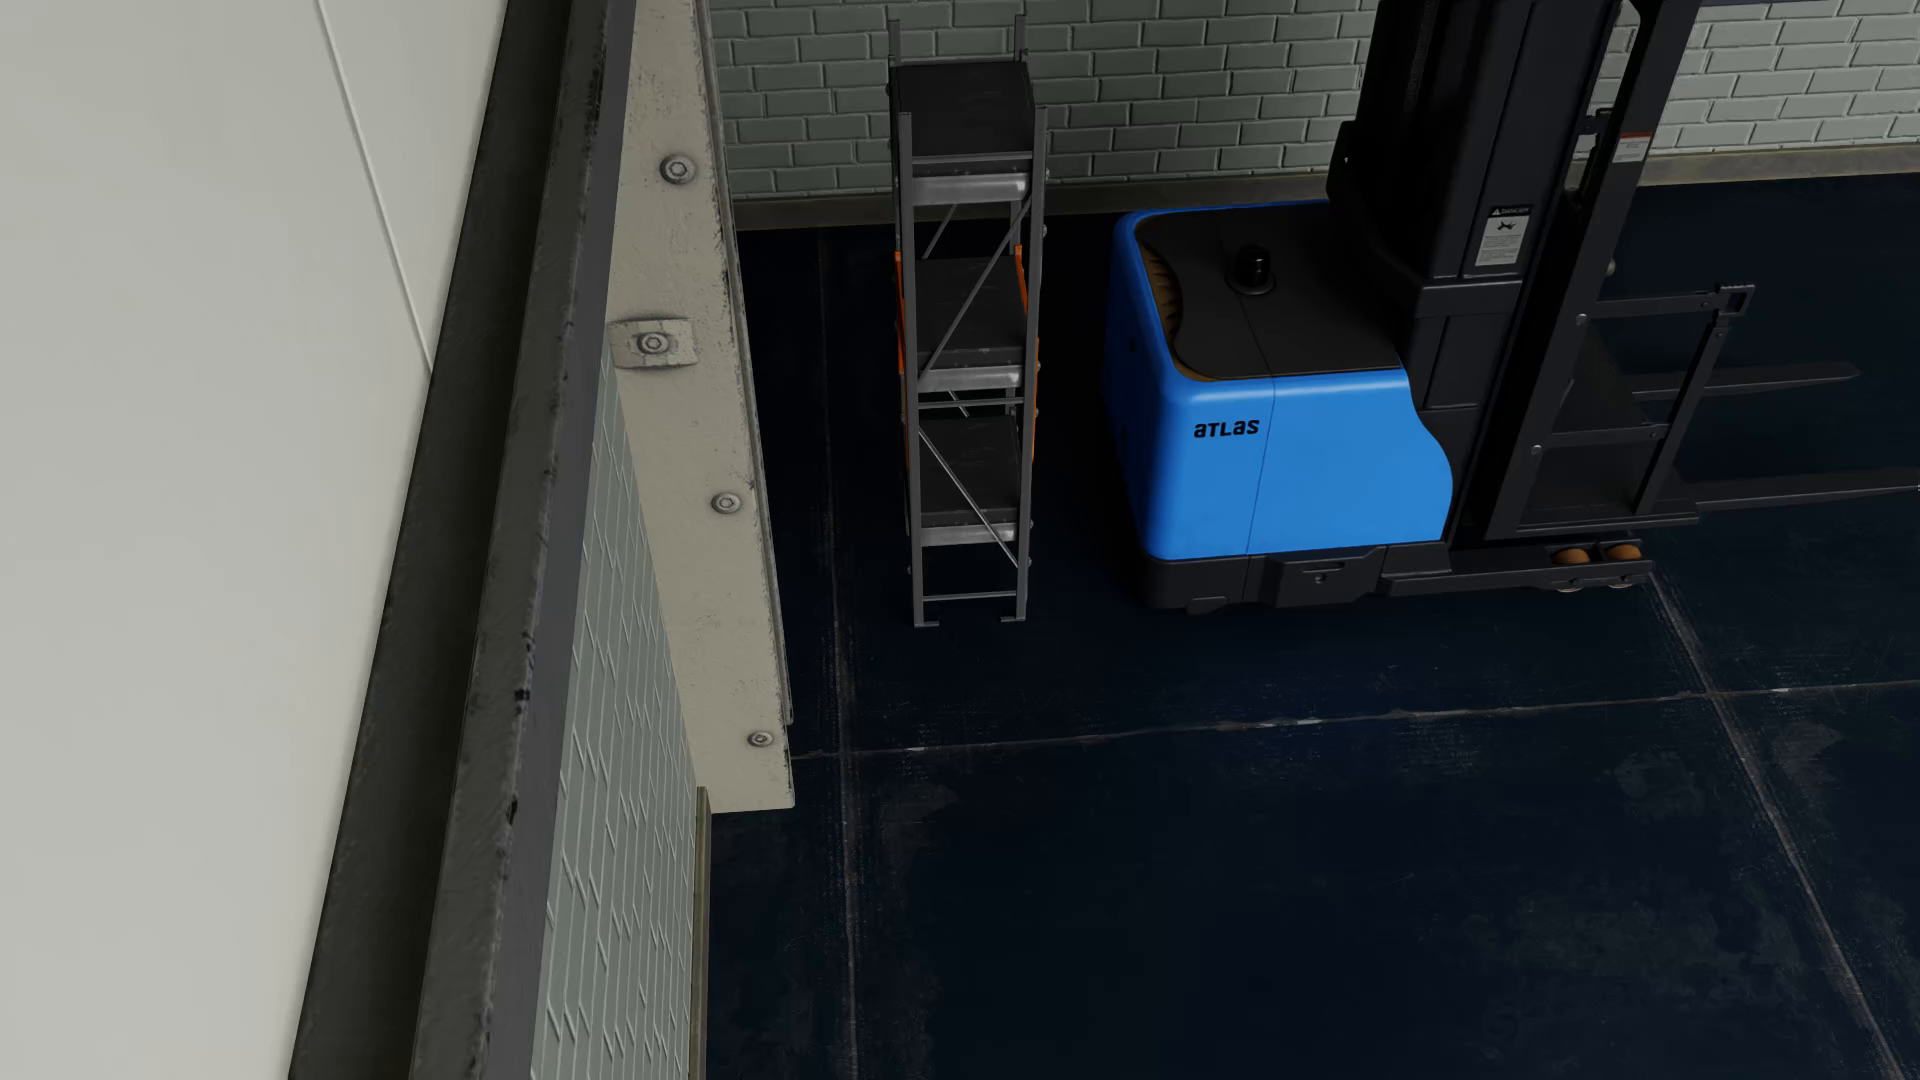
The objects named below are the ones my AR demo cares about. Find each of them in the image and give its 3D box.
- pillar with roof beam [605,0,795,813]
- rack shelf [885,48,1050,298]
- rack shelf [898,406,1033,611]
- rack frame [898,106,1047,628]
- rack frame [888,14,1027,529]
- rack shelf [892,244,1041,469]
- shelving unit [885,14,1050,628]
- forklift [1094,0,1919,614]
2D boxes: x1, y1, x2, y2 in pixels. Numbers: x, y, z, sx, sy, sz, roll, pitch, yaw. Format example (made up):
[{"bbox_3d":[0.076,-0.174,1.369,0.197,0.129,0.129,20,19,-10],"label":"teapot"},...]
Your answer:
[{"bbox_3d":[3.580,-2.618,2.532,9.100,9.000,0.400,-3,47,-3],"label":"pillar with roof beam"},{"bbox_3d":[0.014,-1.074,4.876,0.431,0.518,0.480,-3,47,-3],"label":"rack shelf"},{"bbox_3d":[0.014,-0.112,5.892,0.431,0.518,0.480,-3,47,-3],"label":"rack shelf"},{"bbox_3d":[0.034,-0.426,5.207,0.400,2.100,0.015,-3,47,-3],"label":"rack frame"},{"bbox_3d":[-0.007,-0.779,5.541,0.400,2.100,0.015,-3,47,-3],"label":"rack frame"},{"bbox_3d":[0.014,-0.593,5.384,0.431,0.518,0.480,-3,47,-3],"label":"rack shelf"},{"bbox_3d":[0.014,-0.602,5.374,0.431,2.100,0.503,-3,47,-3],"label":"shelving unit"},{"bbox_3d":[2.078,-1.197,5.365,3.031,2.935,1.130,-4,47,-4],"label":"forklift"}]
